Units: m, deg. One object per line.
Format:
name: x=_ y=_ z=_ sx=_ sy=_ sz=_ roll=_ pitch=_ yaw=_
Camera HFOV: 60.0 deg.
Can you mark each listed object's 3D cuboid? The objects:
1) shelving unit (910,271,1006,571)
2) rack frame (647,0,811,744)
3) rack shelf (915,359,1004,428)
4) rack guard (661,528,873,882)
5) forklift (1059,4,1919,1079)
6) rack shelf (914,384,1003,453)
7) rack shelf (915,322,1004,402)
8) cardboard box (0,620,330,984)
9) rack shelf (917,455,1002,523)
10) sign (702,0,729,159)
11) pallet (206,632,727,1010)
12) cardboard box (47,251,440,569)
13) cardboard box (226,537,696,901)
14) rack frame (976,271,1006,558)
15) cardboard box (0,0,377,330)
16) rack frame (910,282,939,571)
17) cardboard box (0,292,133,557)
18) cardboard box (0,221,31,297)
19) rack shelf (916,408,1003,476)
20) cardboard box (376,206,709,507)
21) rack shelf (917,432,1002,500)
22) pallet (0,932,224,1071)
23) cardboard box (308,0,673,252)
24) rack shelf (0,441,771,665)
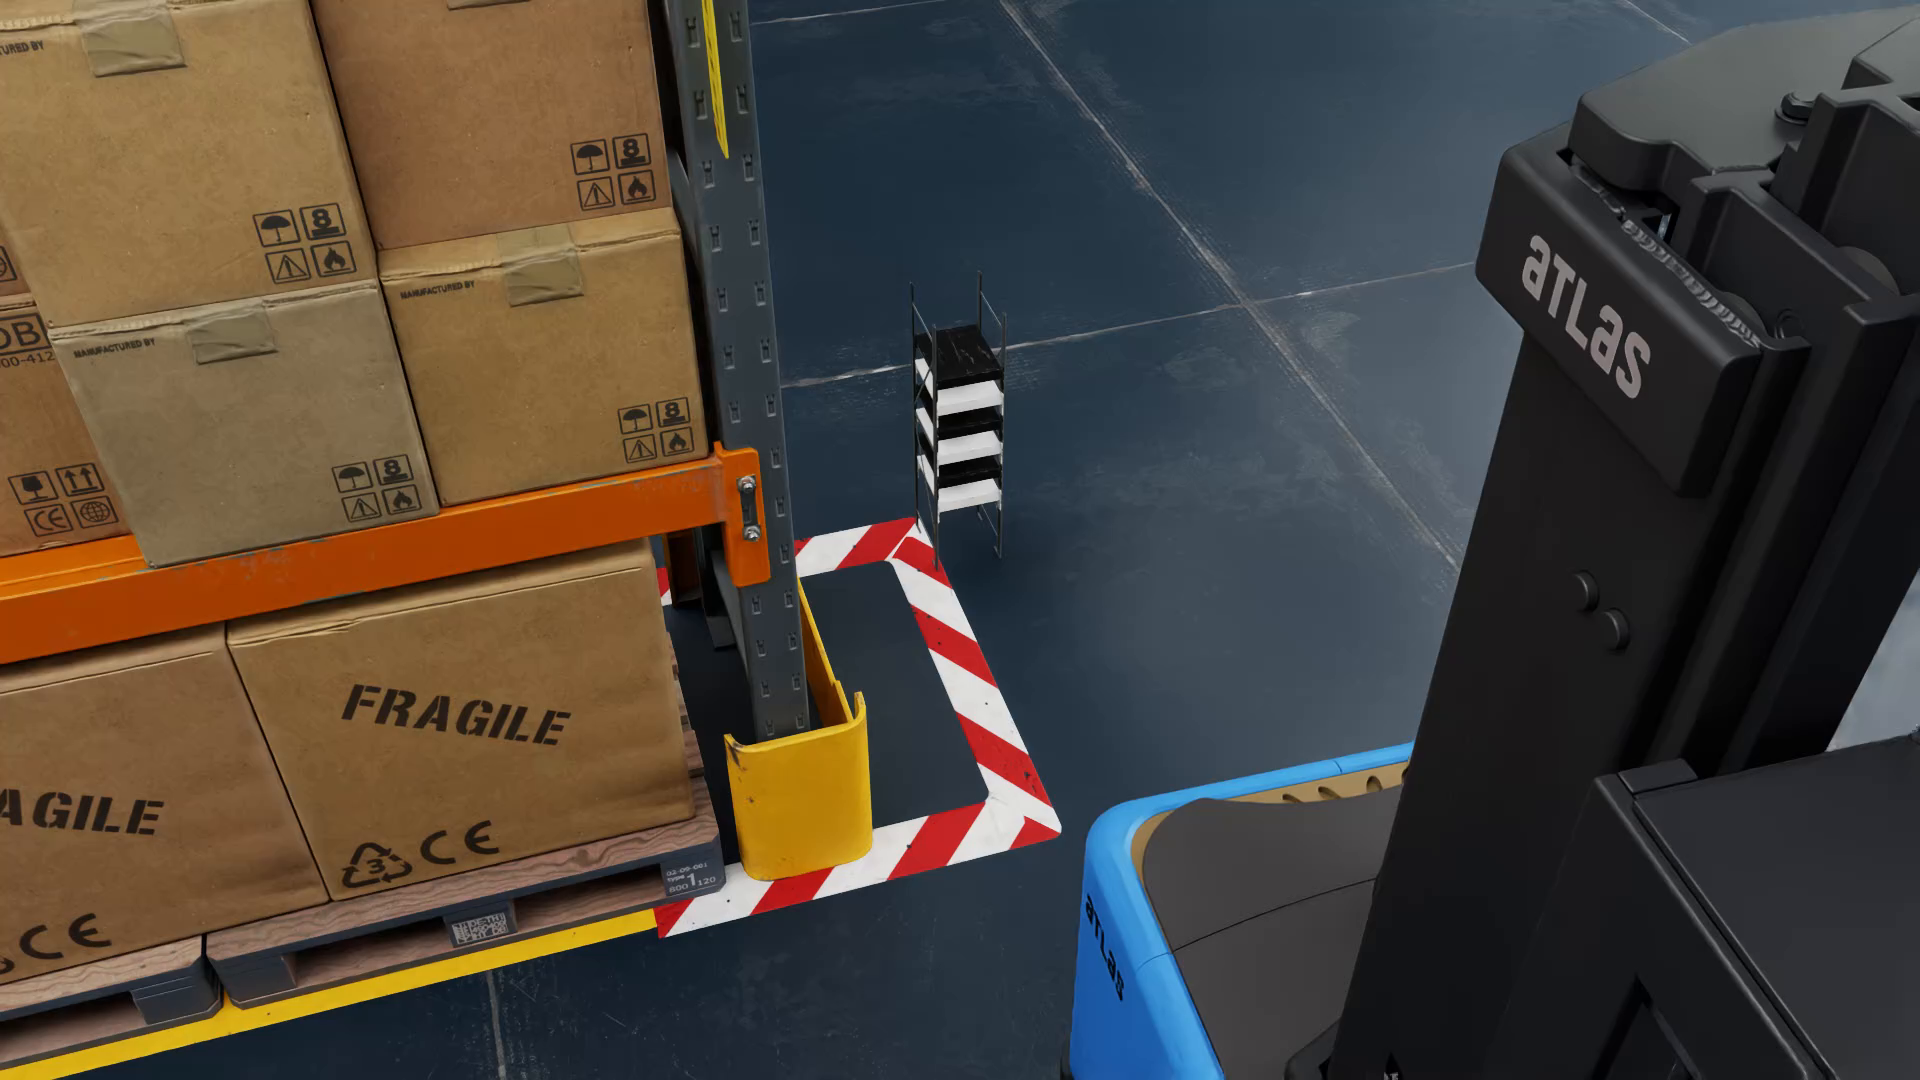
shelving unit: x=-0.008 y=-0.337 z=4.952 sx=0.210 sy=0.900 sz=0.258 roll=-12 pitch=42 yaw=-13
rack frame: x=-0.573 y=-0.641 z=3.704 sx=0.127 sy=3.000 sz=1.000 roll=-12 pitch=42 yaw=-13
rack shelf: x=-0.007 y=-0.448 z=4.856 sx=0.200 sy=0.077 sz=0.258 roll=-12 pitch=42 yaw=-13
rack guard: x=-0.551 y=0.296 z=4.532 sx=0.348 sy=0.500 sz=1.175 roll=-12 pitch=42 yaw=-13
forklift: x=1.082 y=1.057 z=1.812 sx=1.130 sy=2.935 sz=3.031 roll=-10 pitch=42 yaw=-11
rack shelf: x=-0.008 y=-0.380 z=4.915 sx=0.200 sy=0.077 sz=0.258 roll=-12 pitch=42 yaw=-13
rack shelf: x=-0.007 y=-0.516 z=4.796 sx=0.200 sy=0.077 sz=0.258 roll=-12 pitch=42 yaw=-13
cardboard box: x=-2.039 y=0.352 z=3.863 sx=0.875 sy=0.875 sz=0.875 roll=-12 pitch=43 yaw=-14
rack shelf: x=-0.008 y=-0.177 z=5.092 sx=0.200 sy=0.077 sz=0.258 roll=-12 pitch=42 yaw=-13
sign: x=-0.424 y=-0.823 z=2.852 sx=0.005 sy=0.325 sz=0.100 roll=-12 pitch=42 yaw=-13
pallet: x=-1.313 y=0.616 z=4.384 sx=1.213 sy=0.211 sz=1.003 roll=-12 pitch=42 yaw=-13
cardboard box: x=-1.432 y=-0.473 z=3.398 sx=0.550 sy=0.550 sz=0.875 roll=-12 pitch=42 yaw=-13
cardboard box: x=-1.200 y=0.177 z=4.064 sx=0.875 sy=0.875 sz=0.875 roll=-11 pitch=42 yaw=-13
rack frame: x=0.089 y=-0.357 z=4.975 sx=0.006 sy=0.900 sz=0.240 roll=-12 pitch=42 yaw=-13
cardboard box: x=-1.436 y=-0.888 z=3.052 sx=0.550 sy=0.550 sz=0.875 roll=-12 pitch=42 yaw=-13
rack frame: x=-0.105 y=-0.317 z=4.929 sx=0.006 sy=0.900 sz=0.240 roll=-12 pitch=42 yaw=-13
cardboard box: x=-2.004 y=-0.441 z=3.361 sx=0.550 sy=0.550 sz=0.875 roll=-12 pitch=42 yaw=-13
cardboard box: x=-2.011 y=-0.863 z=3.023 sx=0.550 sy=0.550 sz=0.875 roll=-12 pitch=42 yaw=-13
rack shelf: x=-0.008 y=-0.312 z=4.974 sx=0.200 sy=0.077 sz=0.258 roll=-12 pitch=42 yaw=-13
cardboard box: x=-0.914 y=-0.596 z=3.538 sx=0.550 sy=0.550 sz=0.875 roll=-12 pitch=42 yaw=-13
rack shelf: x=-0.008 y=-0.244 z=5.033 sx=0.200 sy=0.077 sz=0.258 roll=-12 pitch=42 yaw=-13
pallet: x=-2.474 y=0.855 z=4.111 sx=1.213 sy=0.211 sz=1.003 roll=-12 pitch=42 yaw=-13
cardboard box: x=-0.939 y=-1.055 z=3.243 sx=0.550 sy=0.550 sz=0.875 roll=-12 pitch=42 yaw=-13
rack shelf: x=-2.481 y=0.025 z=3.488 sx=4.000 sy=0.370 sz=1.077 roll=-12 pitch=42 yaw=-13
